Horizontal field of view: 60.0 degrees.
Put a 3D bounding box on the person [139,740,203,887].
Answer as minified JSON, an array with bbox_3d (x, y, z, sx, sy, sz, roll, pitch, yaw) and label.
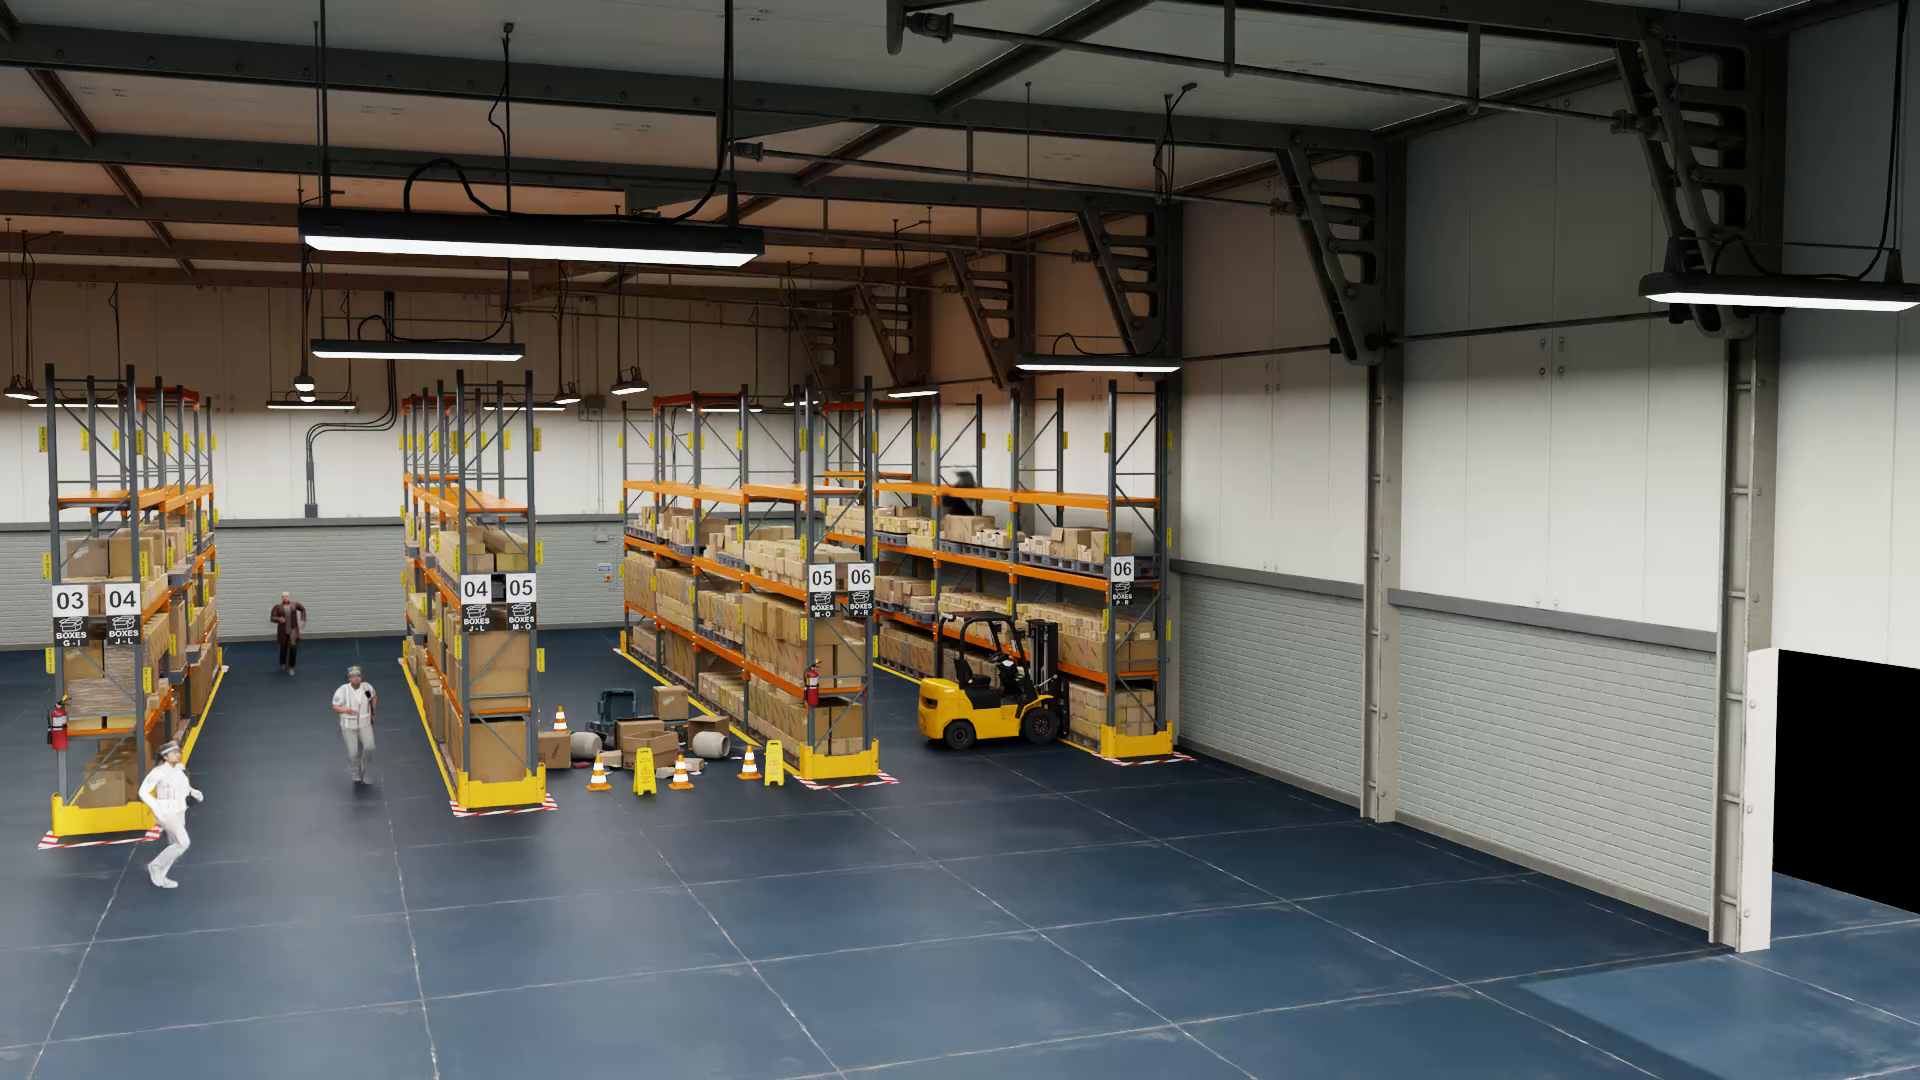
[{"bbox_3d":[-8.821,3.073,18.715,0.550,1.665,0.597,1,3,9],"label":"person"}]

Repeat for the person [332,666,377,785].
[{"bbox_3d":[-8.809,2.708,24.270,0.650,1.774,0.736,-2,4,-29],"label":"person"}]

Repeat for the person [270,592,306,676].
[{"bbox_3d":[-14.525,2.017,35.974,0.727,1.824,0.974,-1,4,-21],"label":"person"}]
